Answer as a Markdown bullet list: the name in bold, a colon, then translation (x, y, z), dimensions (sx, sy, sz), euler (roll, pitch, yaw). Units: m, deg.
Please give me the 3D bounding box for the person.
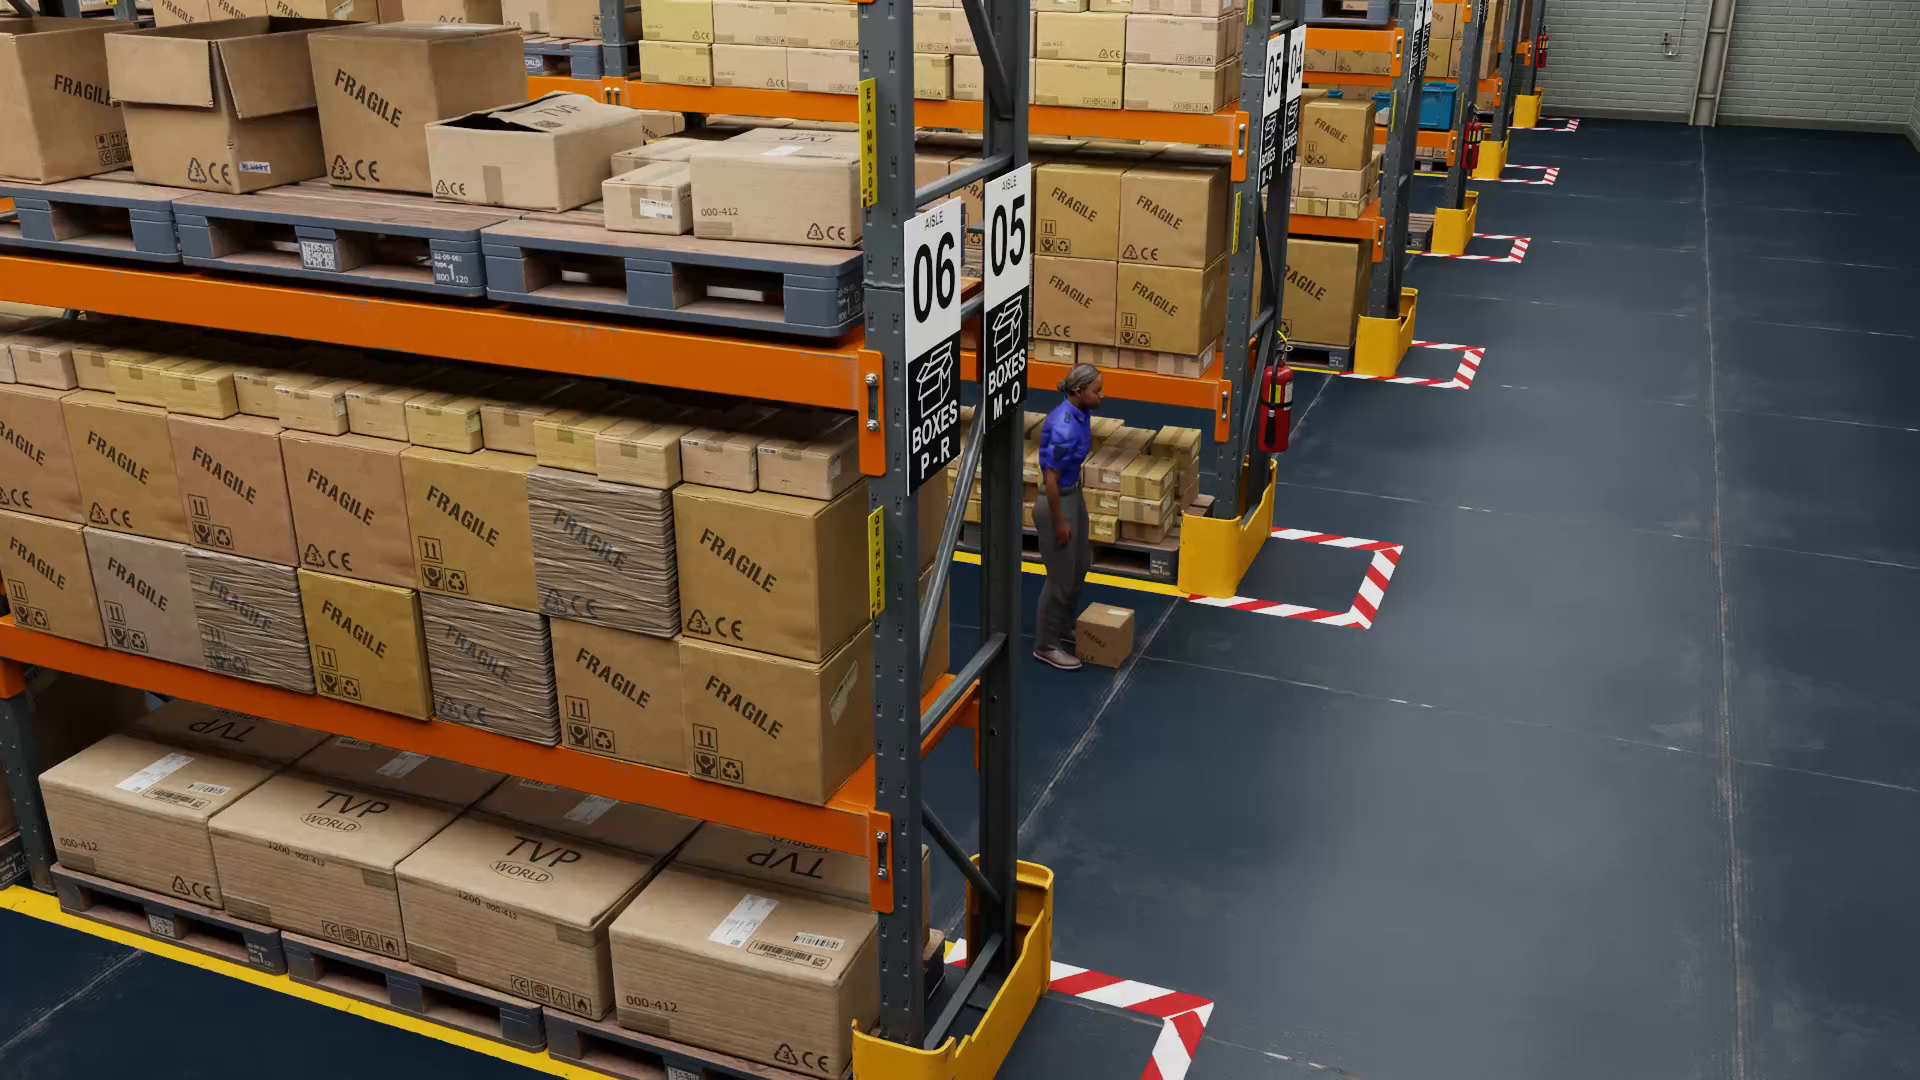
- **person**: translation (0.578, -0.149, 8.978), dimensions (0.351, 1.640, 0.531), euler (7, 24, 17)
